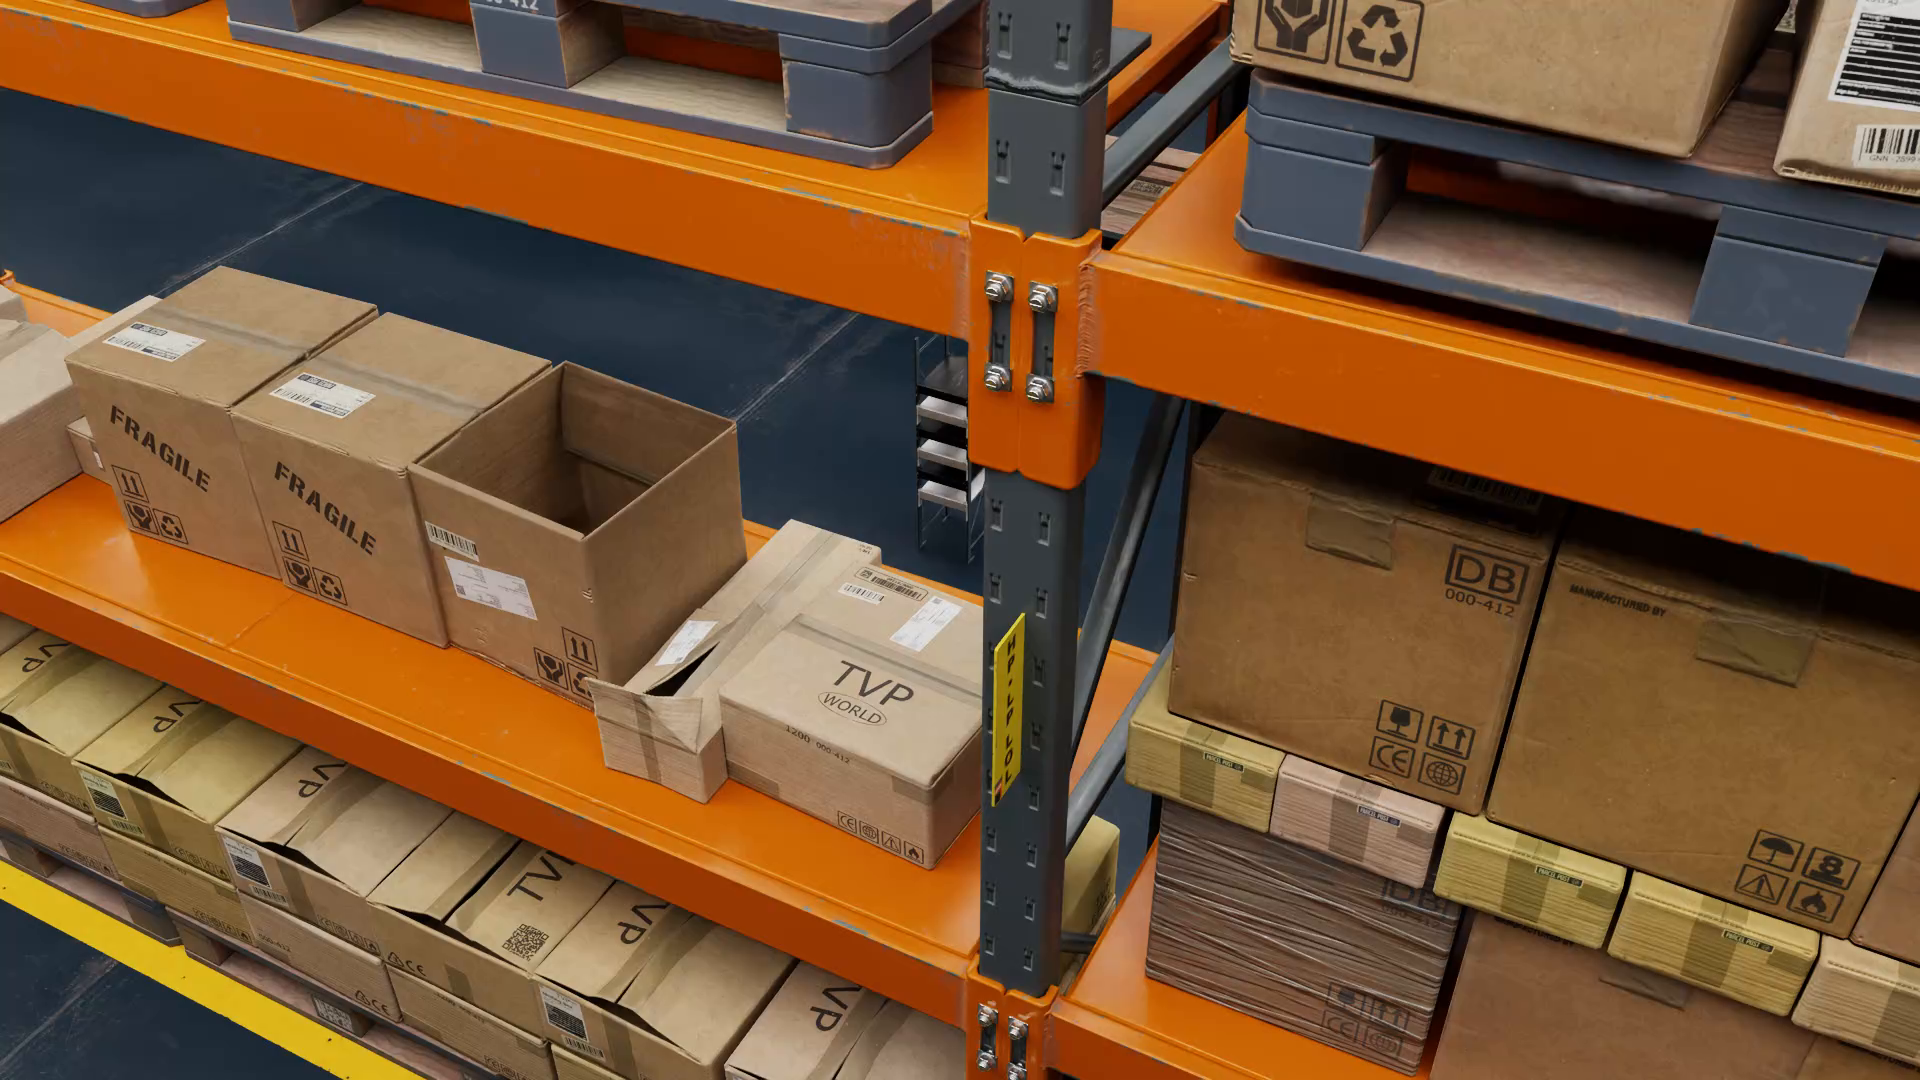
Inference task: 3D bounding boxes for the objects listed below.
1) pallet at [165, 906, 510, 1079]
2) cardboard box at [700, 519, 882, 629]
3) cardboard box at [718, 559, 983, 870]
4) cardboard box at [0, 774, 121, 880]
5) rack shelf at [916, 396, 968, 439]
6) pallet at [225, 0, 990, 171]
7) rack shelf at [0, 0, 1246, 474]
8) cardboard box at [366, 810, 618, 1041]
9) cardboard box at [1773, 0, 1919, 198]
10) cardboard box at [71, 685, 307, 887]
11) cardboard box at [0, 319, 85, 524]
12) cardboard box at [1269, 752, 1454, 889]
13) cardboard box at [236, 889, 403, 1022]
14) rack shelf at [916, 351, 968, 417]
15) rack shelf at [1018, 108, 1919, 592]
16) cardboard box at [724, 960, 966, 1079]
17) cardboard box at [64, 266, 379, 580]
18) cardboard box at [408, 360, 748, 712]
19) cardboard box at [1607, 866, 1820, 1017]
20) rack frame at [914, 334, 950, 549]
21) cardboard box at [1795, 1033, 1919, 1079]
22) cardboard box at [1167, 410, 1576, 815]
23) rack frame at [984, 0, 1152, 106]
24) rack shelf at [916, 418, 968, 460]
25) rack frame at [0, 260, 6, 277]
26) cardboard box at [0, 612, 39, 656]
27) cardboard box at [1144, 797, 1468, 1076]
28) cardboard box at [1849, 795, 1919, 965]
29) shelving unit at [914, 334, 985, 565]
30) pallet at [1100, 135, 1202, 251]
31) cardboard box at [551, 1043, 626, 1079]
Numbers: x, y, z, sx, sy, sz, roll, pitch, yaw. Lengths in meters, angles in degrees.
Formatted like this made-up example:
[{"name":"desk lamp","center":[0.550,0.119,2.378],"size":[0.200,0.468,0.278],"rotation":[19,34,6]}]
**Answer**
[{"name":"pallet","center":[-1.444,0.985,4.777],"size":[1.213,0.211,1.003],"rotation":[17,41,21]},{"name":"cardboard box","center":[-0.377,0.141,3.791],"size":[0.250,0.149,0.380],"rotation":[17,41,21]},{"name":"cardboard box","center":[-0.142,0.343,3.441],"size":[0.500,0.250,0.500],"rotation":[20,42,24]},{"name":"cardboard box","center":[-2.460,0.655,4.833],"size":[0.500,0.250,0.500],"rotation":[16,40,20]},{"name":"rack shelf","center":[-0.007,-0.478,5.892],"size":[0.200,0.077,0.258],"rotation":[17,41,21]},{"name":"pallet","center":[-0.474,-0.960,2.711],"size":[1.217,0.209,0.805],"rotation":[16,40,20]},{"name":"rack shelf","center":[-1.460,-1.067,3.289],"size":[4.000,0.370,1.077],"rotation":[17,41,21]},{"name":"cardboard box","center":[-1.083,0.862,4.097],"size":[0.500,0.311,0.500],"rotation":[17,40,21]},{"name":"cardboard box","center":[1.121,-0.553,1.628],"size":[0.500,0.311,0.500],"rotation":[15,40,19]},{"name":"cardboard box","center":[-1.984,0.577,4.472],"size":[0.500,0.311,0.500],"rotation":[16,40,20]},{"name":"cardboard box","center":[-2.531,-0.327,4.274],"size":[0.500,0.311,0.500],"rotation":[17,40,21]},{"name":"cardboard box","center":[0.688,0.347,2.692],"size":[0.250,0.149,0.380],"rotation":[18,41,22]},{"name":"cardboard box","center":[-1.540,0.939,4.458],"size":[0.500,0.250,0.500],"rotation":[18,41,22]},{"name":"rack shelf","center":[-0.007,-0.549,5.838],"size":[0.200,0.077,0.258],"rotation":[17,41,21]},{"name":"rack shelf","center":[2.091,0.045,1.824],"size":[4.000,0.370,1.077],"rotation":[17,41,21]},{"name":"cardboard box","center":[-0.176,1.143,3.726],"size":[0.500,0.311,0.500],"rotation":[17,41,21]},{"name":"cardboard box","center":[-1.739,-0.297,4.078],"size":[0.500,0.500,0.500],"rotation":[15,40,19]},{"name":"cardboard box","center":[-0.827,-0.012,3.702],"size":[0.500,0.500,0.500],"rotation":[20,42,25]},{"name":"cardboard box","center":[1.151,0.490,2.504],"size":[0.250,0.149,0.380],"rotation":[17,40,21]},{"name":"rack frame","center":[-0.097,-0.389,6.018],"size":[0.006,0.900,0.240],"rotation":[17,41,21]},{"name":"cardboard box","center":[1.627,0.762,2.682],"size":[0.500,0.500,0.700],"rotation":[18,41,22]},{"name":"cardboard box","center":[0.712,-0.039,2.665],"size":[0.500,0.500,0.700],"rotation":[18,41,22]},{"name":"rack frame","center":[0.315,-1.992,1.432],"size":[0.127,3.000,1.000],"rotation":[17,41,21]},{"name":"rack shelf","center":[-0.007,-0.406,5.947],"size":[0.200,0.077,0.258],"rotation":[17,41,21]},{"name":"rack frame","center":[-3.236,-0.715,4.711],"size":[0.127,3.000,1.000],"rotation":[17,41,21]},{"name":"cardboard box","center":[-2.906,0.293,4.846],"size":[0.500,0.311,0.500],"rotation":[19,41,23]},{"name":"cardboard box","center":[0.712,0.477,3.058],"size":[0.500,0.500,0.700],"rotation":[16,40,20]},{"name":"cardboard box","center":[1.606,0.240,2.297],"size":[0.500,0.500,0.700],"rotation":[17,41,21]},{"name":"shelving unit","center":[-0.007,-0.361,5.981],"size":[0.210,0.900,0.258],"rotation":[17,41,21]},{"name":"pallet","center":[0.794,-1.687,8.297],"size":[1.213,0.211,1.003],"rotation":[17,41,21]},{"name":"cardboard box","center":[-0.634,1.224,4.084],"size":[0.500,0.250,0.500],"rotation":[17,40,21]}]
